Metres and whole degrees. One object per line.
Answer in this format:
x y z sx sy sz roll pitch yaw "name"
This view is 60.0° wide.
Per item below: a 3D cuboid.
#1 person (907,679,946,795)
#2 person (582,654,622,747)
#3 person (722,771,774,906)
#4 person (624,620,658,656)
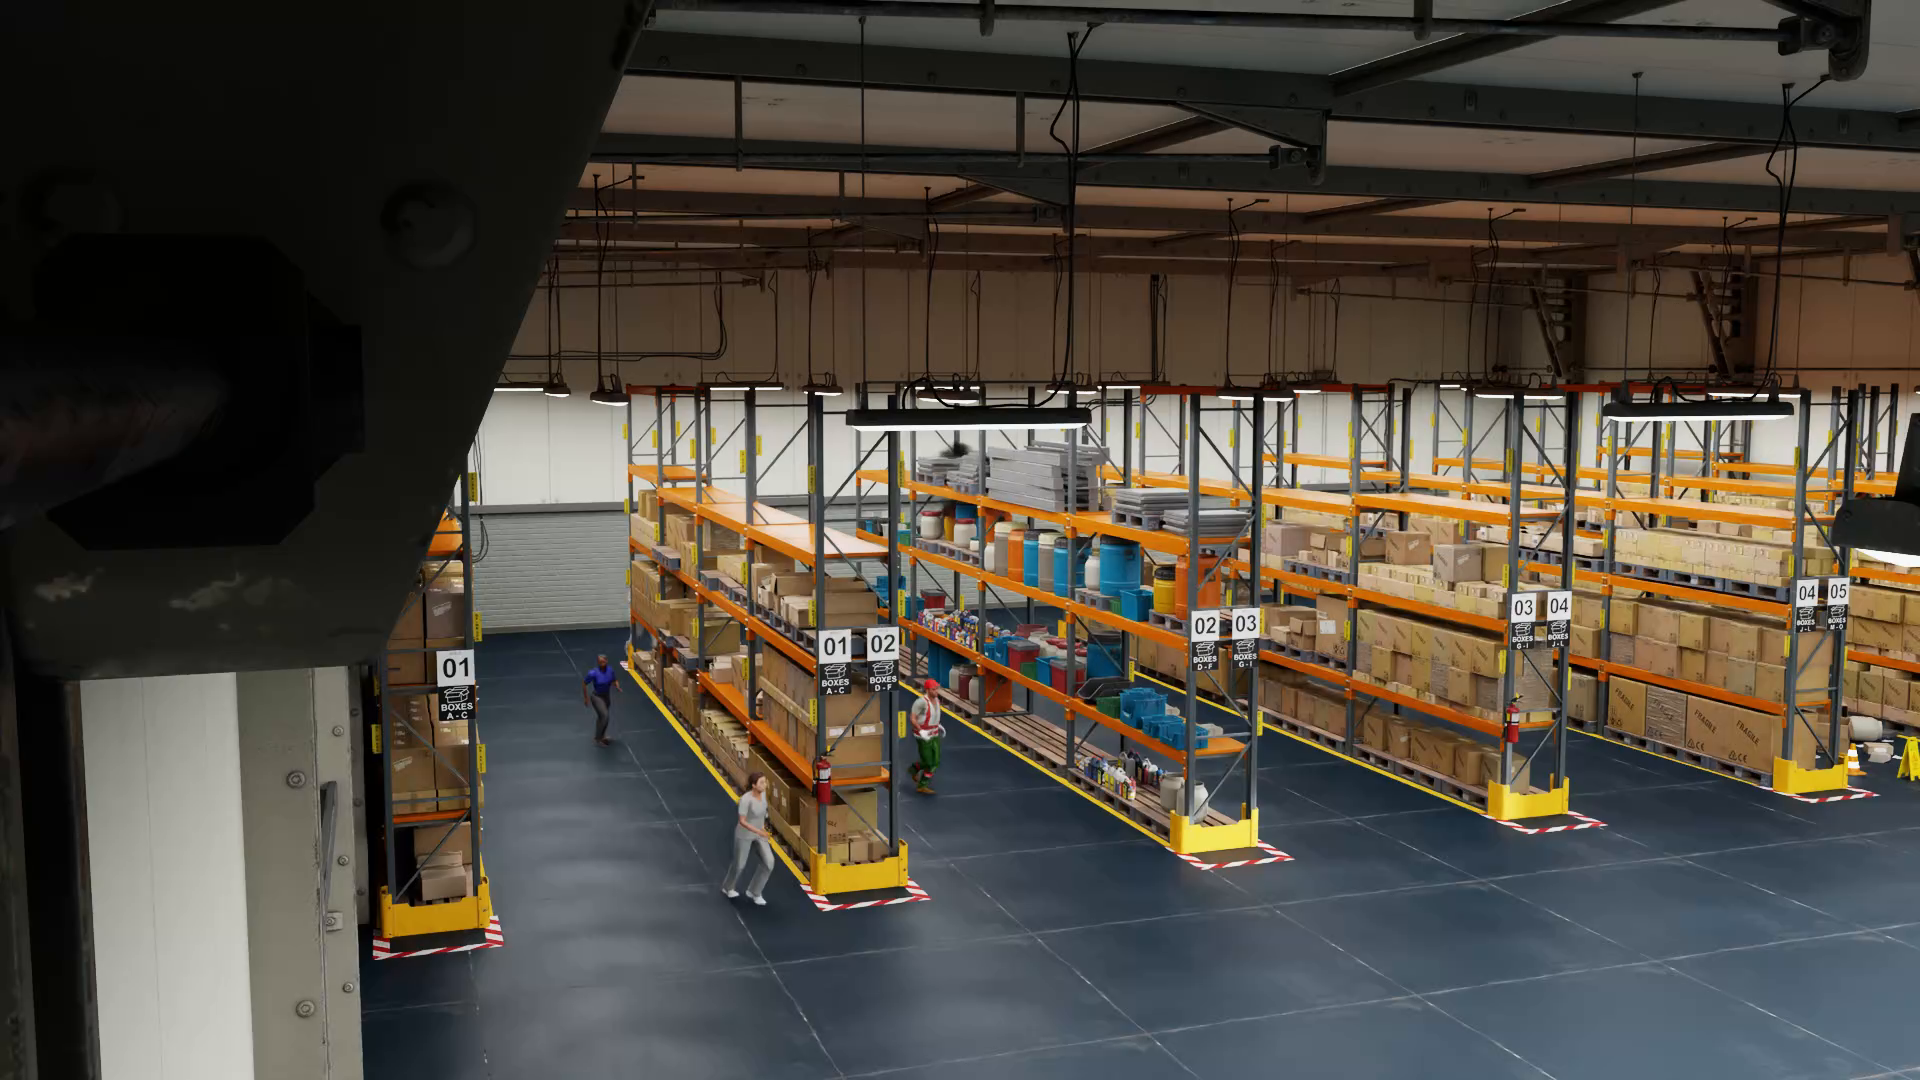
-0.554 2.913 24.861 0.626 1.734 0.650 6 8 44 "person"
-5.972 2.693 27.961 0.781 1.623 0.601 3 7 30 "person"
-2.484 3.517 19.693 0.826 1.647 0.555 6 8 44 "person"
-6.871 1.674 36.489 0.986 1.778 0.687 2 6 20 "person"
